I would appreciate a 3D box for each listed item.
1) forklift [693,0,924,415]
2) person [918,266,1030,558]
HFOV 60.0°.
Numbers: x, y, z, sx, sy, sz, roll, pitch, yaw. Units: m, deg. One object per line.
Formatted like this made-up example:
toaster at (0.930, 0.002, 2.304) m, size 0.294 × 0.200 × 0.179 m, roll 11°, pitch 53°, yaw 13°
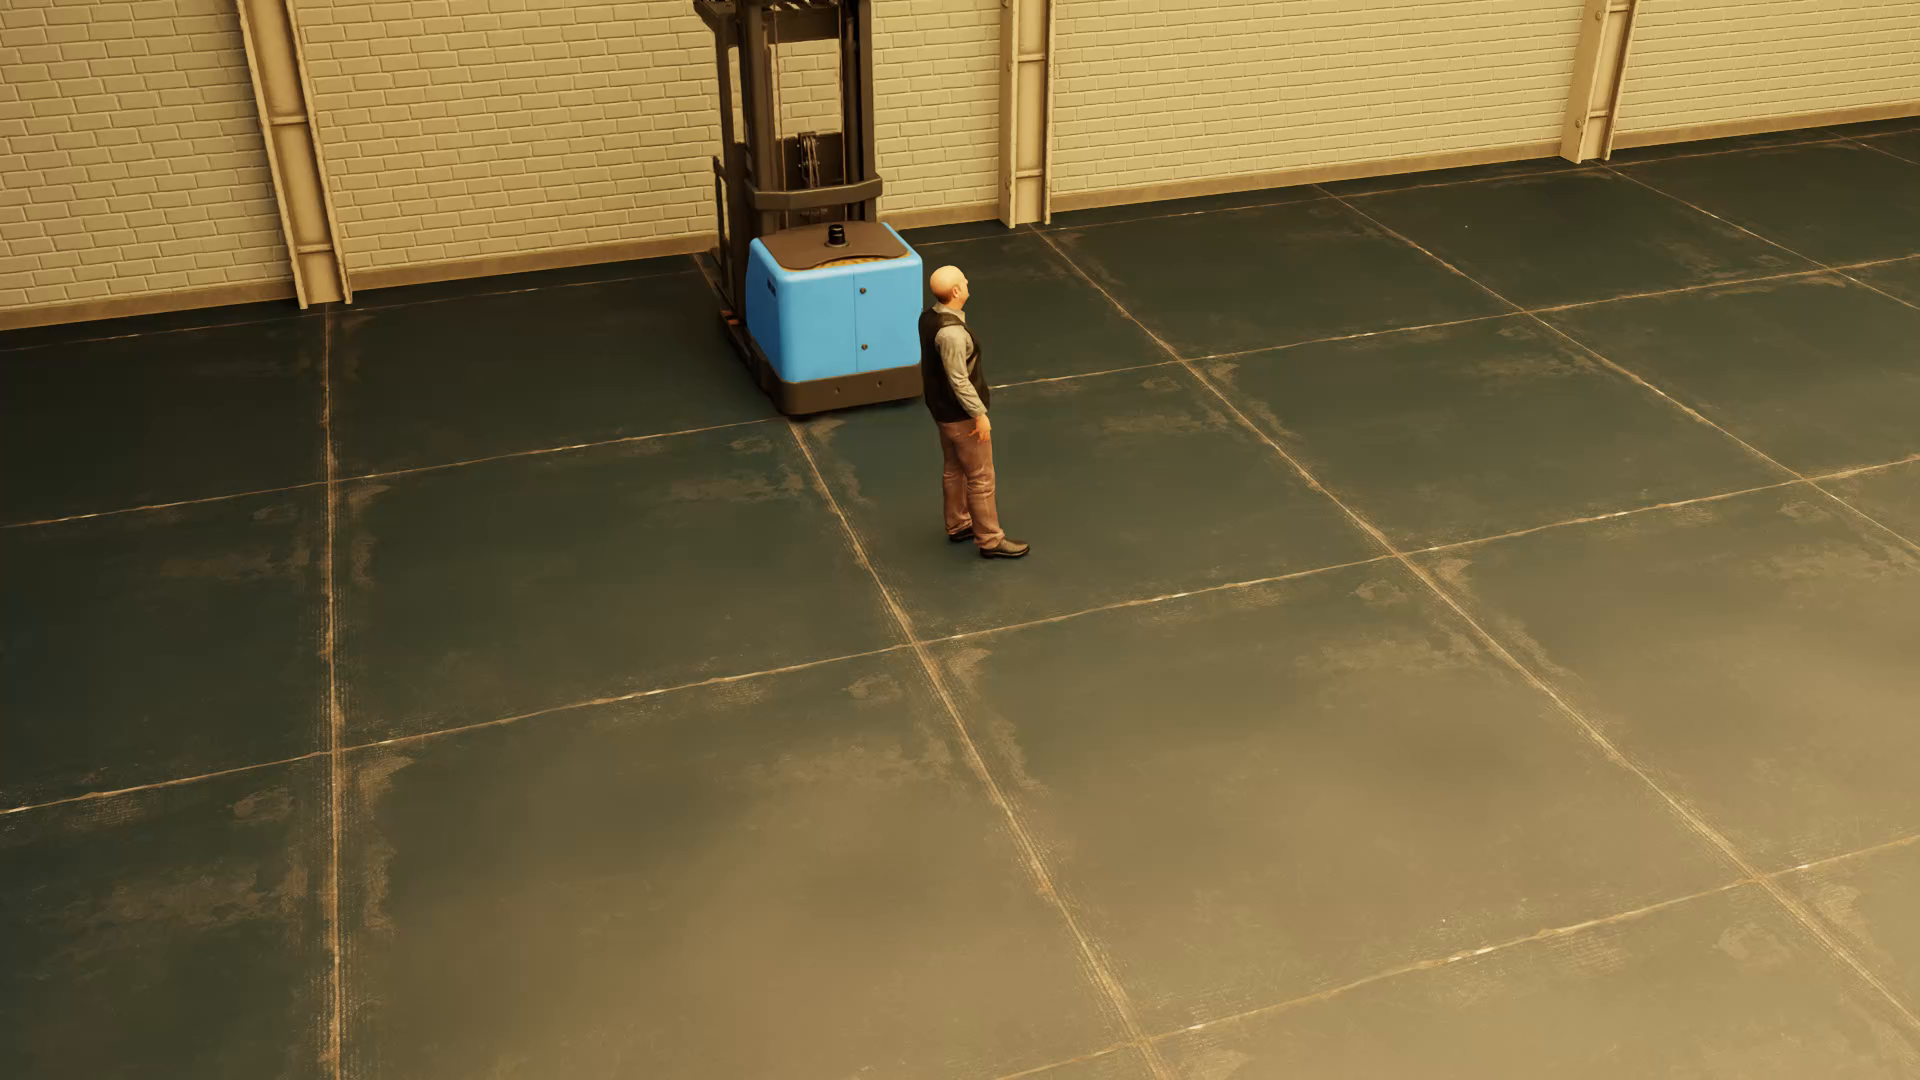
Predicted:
forklift at (-1.226, -2.846, 12.033) m, size 1.130 × 2.935 × 3.031 m, roll -10°, pitch 32°, yaw -18°
person at (0.061, -0.758, 9.603) m, size 0.568 × 1.720 × 0.632 m, roll -10°, pitch 31°, yaw -16°
